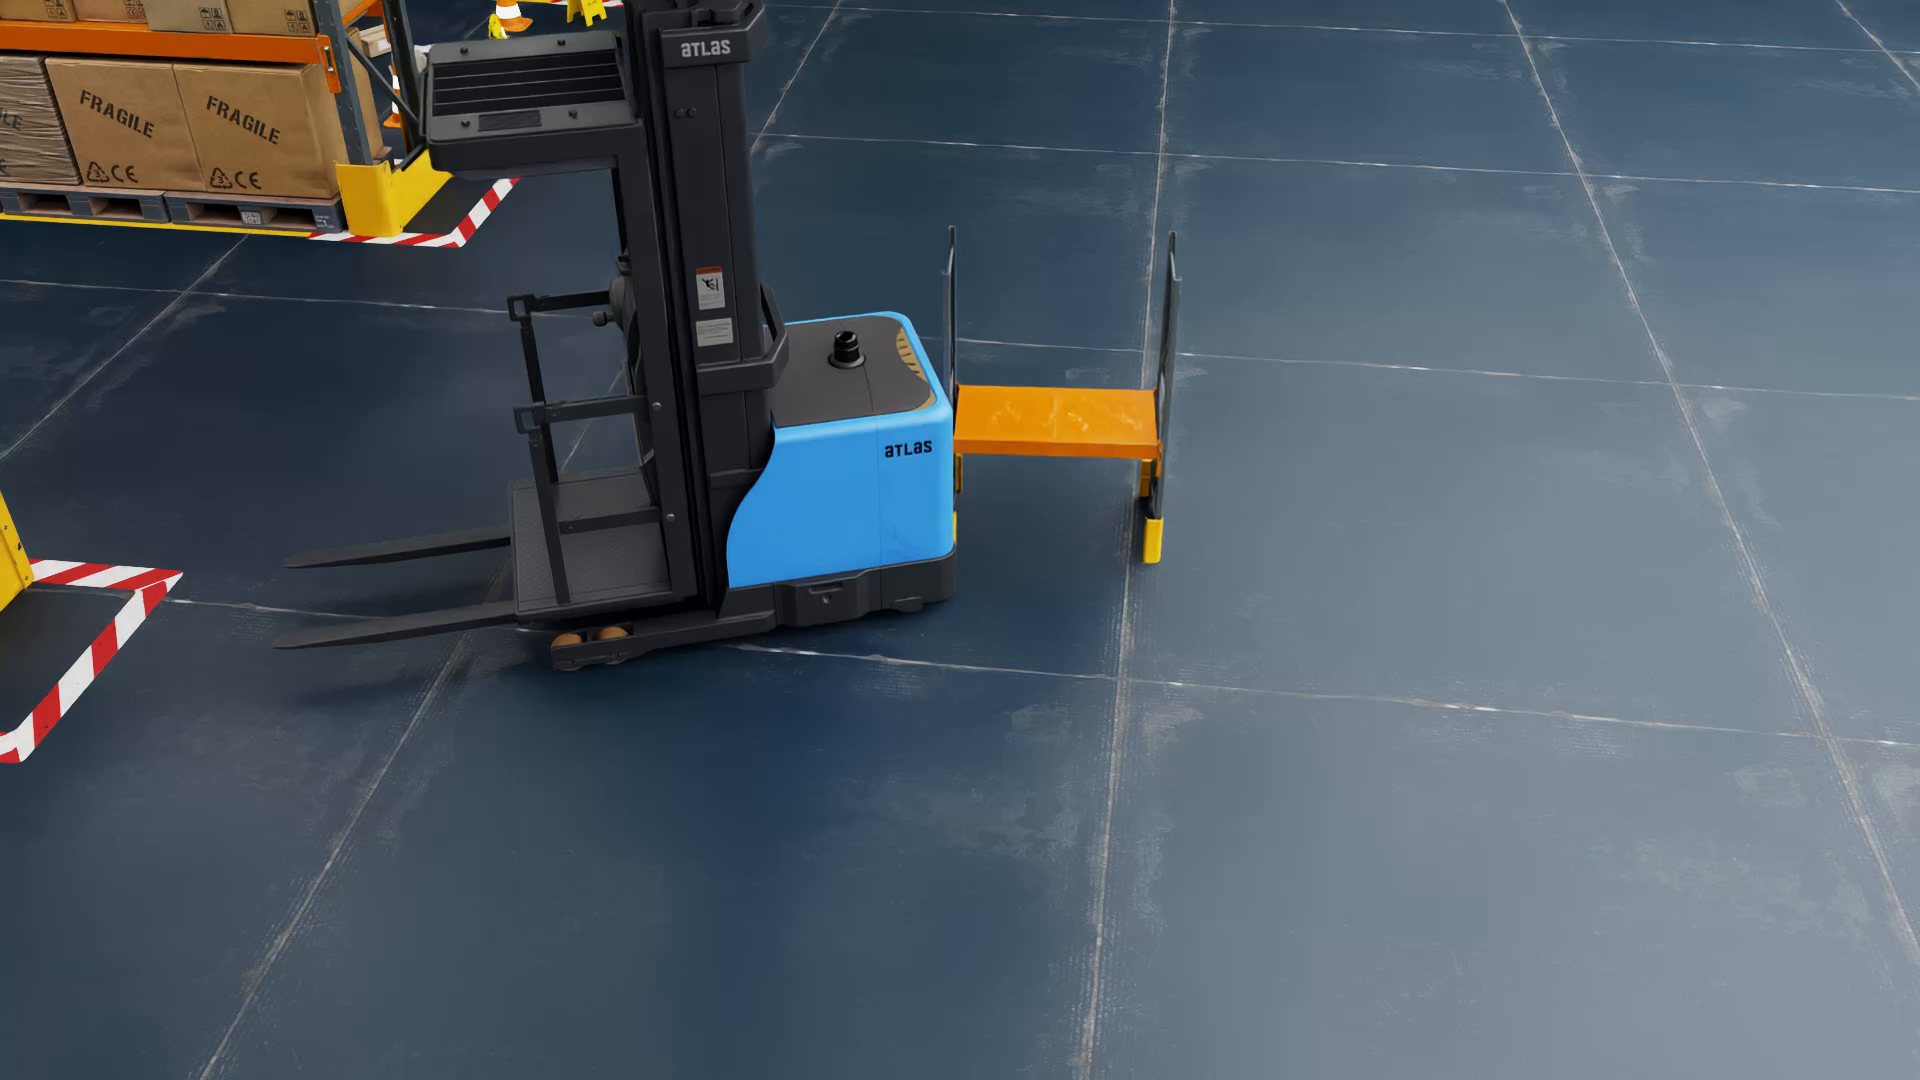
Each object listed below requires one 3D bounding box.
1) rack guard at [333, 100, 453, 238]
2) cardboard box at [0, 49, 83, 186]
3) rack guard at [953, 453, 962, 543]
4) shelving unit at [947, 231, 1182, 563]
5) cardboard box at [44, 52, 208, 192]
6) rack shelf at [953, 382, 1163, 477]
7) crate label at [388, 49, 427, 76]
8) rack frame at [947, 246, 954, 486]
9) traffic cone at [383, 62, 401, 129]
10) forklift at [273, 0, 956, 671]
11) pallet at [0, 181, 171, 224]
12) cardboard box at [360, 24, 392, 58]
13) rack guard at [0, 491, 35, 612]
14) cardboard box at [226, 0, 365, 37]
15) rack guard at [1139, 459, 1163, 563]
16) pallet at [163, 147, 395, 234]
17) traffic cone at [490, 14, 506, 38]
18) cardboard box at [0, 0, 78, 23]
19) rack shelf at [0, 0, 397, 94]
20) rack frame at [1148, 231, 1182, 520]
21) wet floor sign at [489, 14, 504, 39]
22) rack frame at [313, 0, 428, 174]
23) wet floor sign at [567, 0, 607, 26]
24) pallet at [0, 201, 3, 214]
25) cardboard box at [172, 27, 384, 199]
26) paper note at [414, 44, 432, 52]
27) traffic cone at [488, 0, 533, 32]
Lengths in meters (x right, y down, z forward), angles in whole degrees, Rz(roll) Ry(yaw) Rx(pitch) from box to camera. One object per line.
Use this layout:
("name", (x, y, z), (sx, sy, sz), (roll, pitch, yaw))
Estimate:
("rack guard", (-3.852, -2.562, 11.409), (0.348, 0.500, 1.175), (4, 36, 6))
("cardboard box", (-6.334, -3.032, 11.383), (0.875, 0.875, 0.875), (5, 36, 6))
("rack guard", (-0.048, -0.193, 8.305), (0.087, 0.250, 0.587), (2, 36, 3))
("shelving unit", (0.450, -0.686, 7.920), (1.083, 1.500, 0.587), (2, 36, 3))
("cardboard box", (-5.430, -2.963, 11.287), (0.875, 0.875, 0.875), (4, 36, 5))
("rack shelf", (0.459, -0.539, 8.024), (1.000, 0.185, 0.538), (2, 36, 3))
("crate label", (-4.528, -3.922, 13.627), (0.298, 0.136, 0.250), (-14, 38, -18))
("rack frame", (-0.049, -0.702, 7.943), (0.013, 1.308, 0.475), (2, 36, 3))
("traffic cone", (-4.222, -3.406, 12.624), (0.334, 0.463, 0.336), (4, 36, 6))
("forklift", (-1.592, -0.948, 7.055), (3.031, 2.935, 1.130), (-8, 36, -11))
("pallet", (-5.885, -2.552, 11.644), (1.213, 0.211, 1.003), (4, 36, 6))
("cardboard box", (-4.902, -4.213, 14.025), (0.250, 0.149, 0.380), (24, 42, 30))
("rack guard", (-4.683, 0.281, 7.425), (0.348, 0.500, 1.175), (4, 36, 6))
("cardboard box", (-4.249, -3.643, 10.644), (0.550, 0.550, 0.875), (4, 36, 6))
("rack guard", (0.947, -0.161, 8.260), (0.087, 0.250, 0.587), (2, 36, 3))
("pallet", (-4.679, -2.460, 11.515), (1.213, 0.211, 1.003), (4, 36, 6))
("traffic cone", (-3.740, -4.032, 13.501), (0.334, 0.463, 0.336), (4, 36, 6))
("cardboard box", (-5.868, -3.801, 10.864), (0.500, 0.550, 0.875), (4, 36, 6))
("rack shelf", (-5.859, -3.436, 11.102), (4.000, 0.370, 1.077), (4, 36, 6))
("rack frame", (0.966, -0.669, 7.896), (0.032, 1.500, 0.500), (2, 36, 3))
("wet floor sign", (-3.595, -3.761, 12.965), (0.232, 0.644, 0.267), (-2, 36, -2))
("rack frame", (-3.876, -3.581, 10.685), (0.127, 3.000, 1.000), (4, 36, 6))
("wet floor sign", (-3.293, -4.852, 14.492), (0.232, 0.644, 0.267), (17, 39, 22))
("pallet", (-7.099, -2.640, 11.768), (1.213, 0.211, 1.003), (4, 36, 6))
("cardboard box", (-4.557, -2.899, 11.197), (0.875, 0.875, 0.875), (4, 36, 6))
("paper note", (-4.537, -4.155, 14.046), (0.142, 0.019, 0.148), (-7, 36, -10))
("traffic cone", (-3.936, -4.696, 14.432), (0.334, 0.463, 0.336), (4, 36, 6))
